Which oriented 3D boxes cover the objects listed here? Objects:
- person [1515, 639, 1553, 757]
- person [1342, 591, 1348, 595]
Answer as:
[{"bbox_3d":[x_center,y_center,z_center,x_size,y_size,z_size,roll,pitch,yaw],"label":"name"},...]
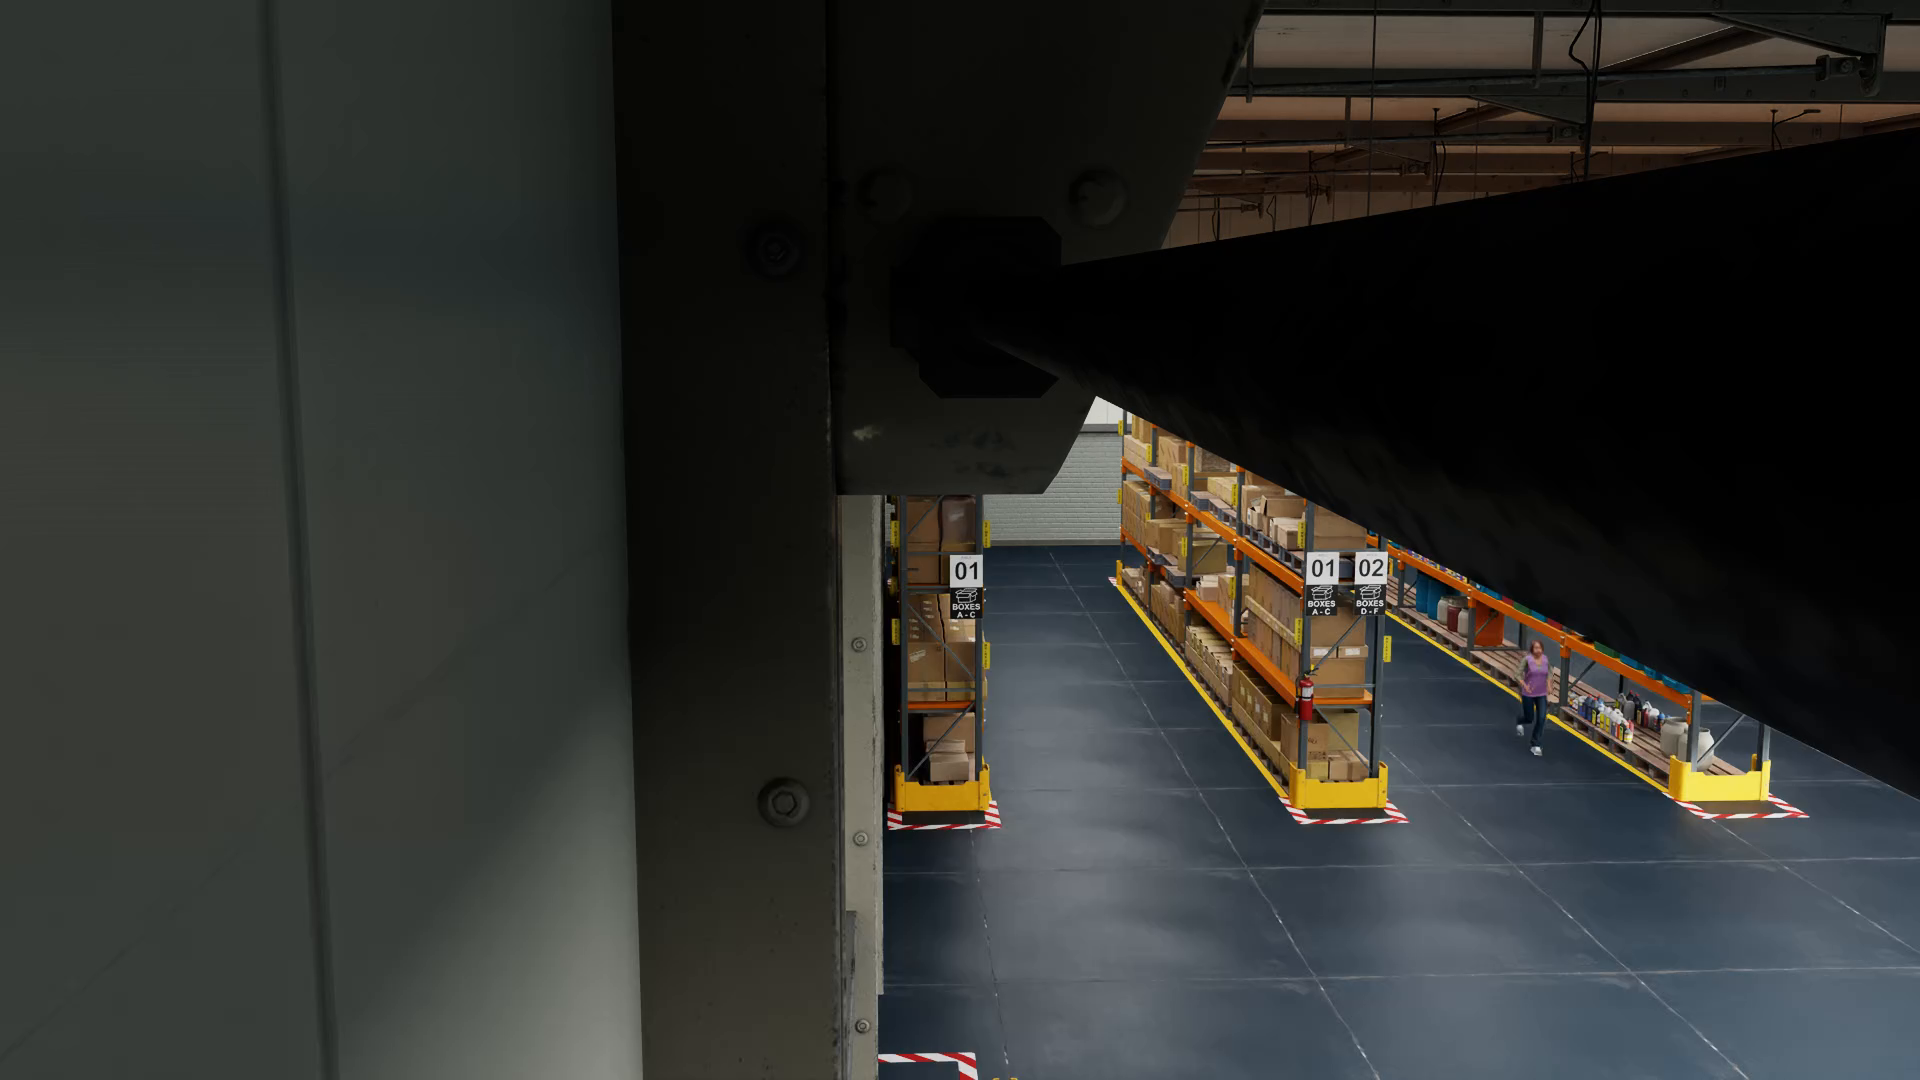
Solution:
[{"bbox_3d":[7.995,2.158,23.172,0.555,1.589,0.771,0,8,-2],"label":"person"},{"bbox_3d":[7.448,0.646,32.722,0.675,1.812,0.827,1,8,4],"label":"person"}]
